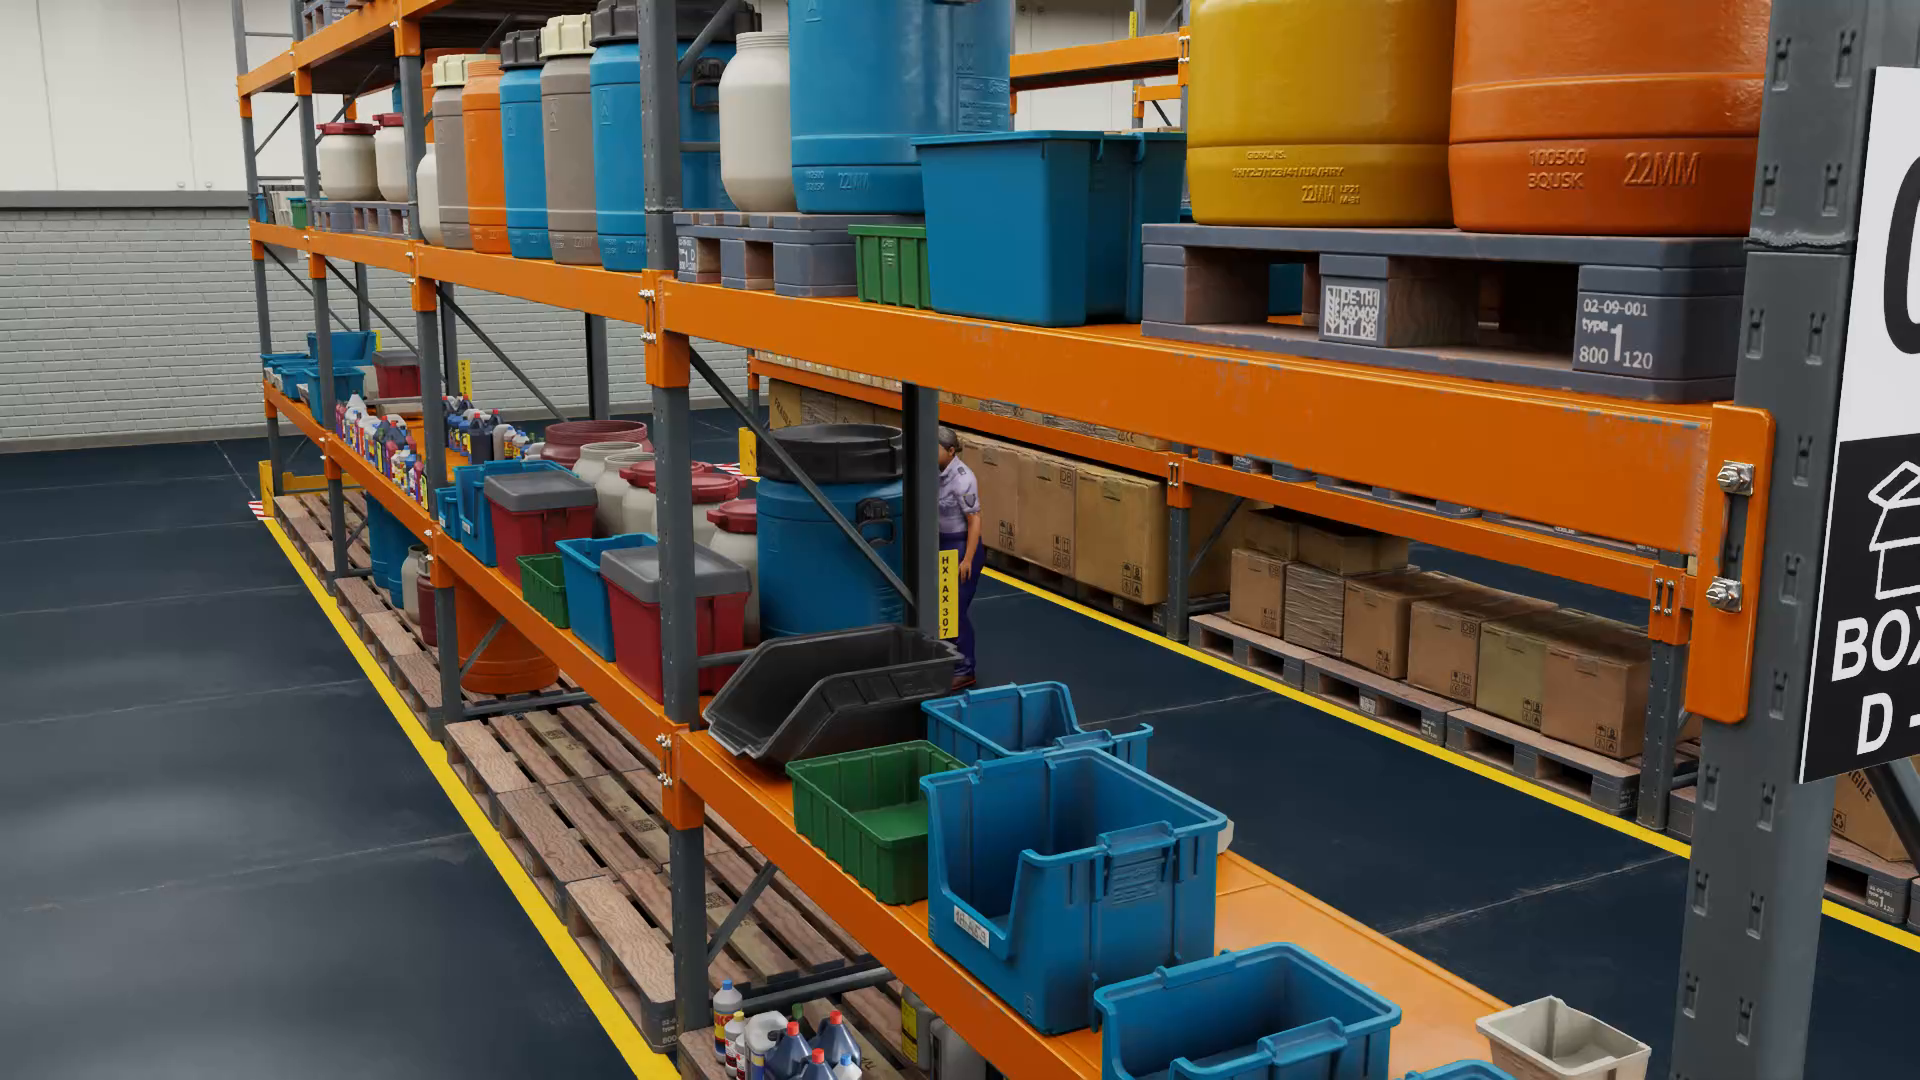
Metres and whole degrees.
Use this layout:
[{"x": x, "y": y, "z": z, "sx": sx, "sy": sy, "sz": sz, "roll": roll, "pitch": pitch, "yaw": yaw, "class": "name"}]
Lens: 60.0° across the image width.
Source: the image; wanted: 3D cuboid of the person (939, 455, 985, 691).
[{"x": -0.071, "y": 0.184, "z": 10.521, "sx": 0.369, "sy": 1.476, "sz": 0.554, "roll": -7, "pitch": 14, "yaw": -31, "class": "person"}]
